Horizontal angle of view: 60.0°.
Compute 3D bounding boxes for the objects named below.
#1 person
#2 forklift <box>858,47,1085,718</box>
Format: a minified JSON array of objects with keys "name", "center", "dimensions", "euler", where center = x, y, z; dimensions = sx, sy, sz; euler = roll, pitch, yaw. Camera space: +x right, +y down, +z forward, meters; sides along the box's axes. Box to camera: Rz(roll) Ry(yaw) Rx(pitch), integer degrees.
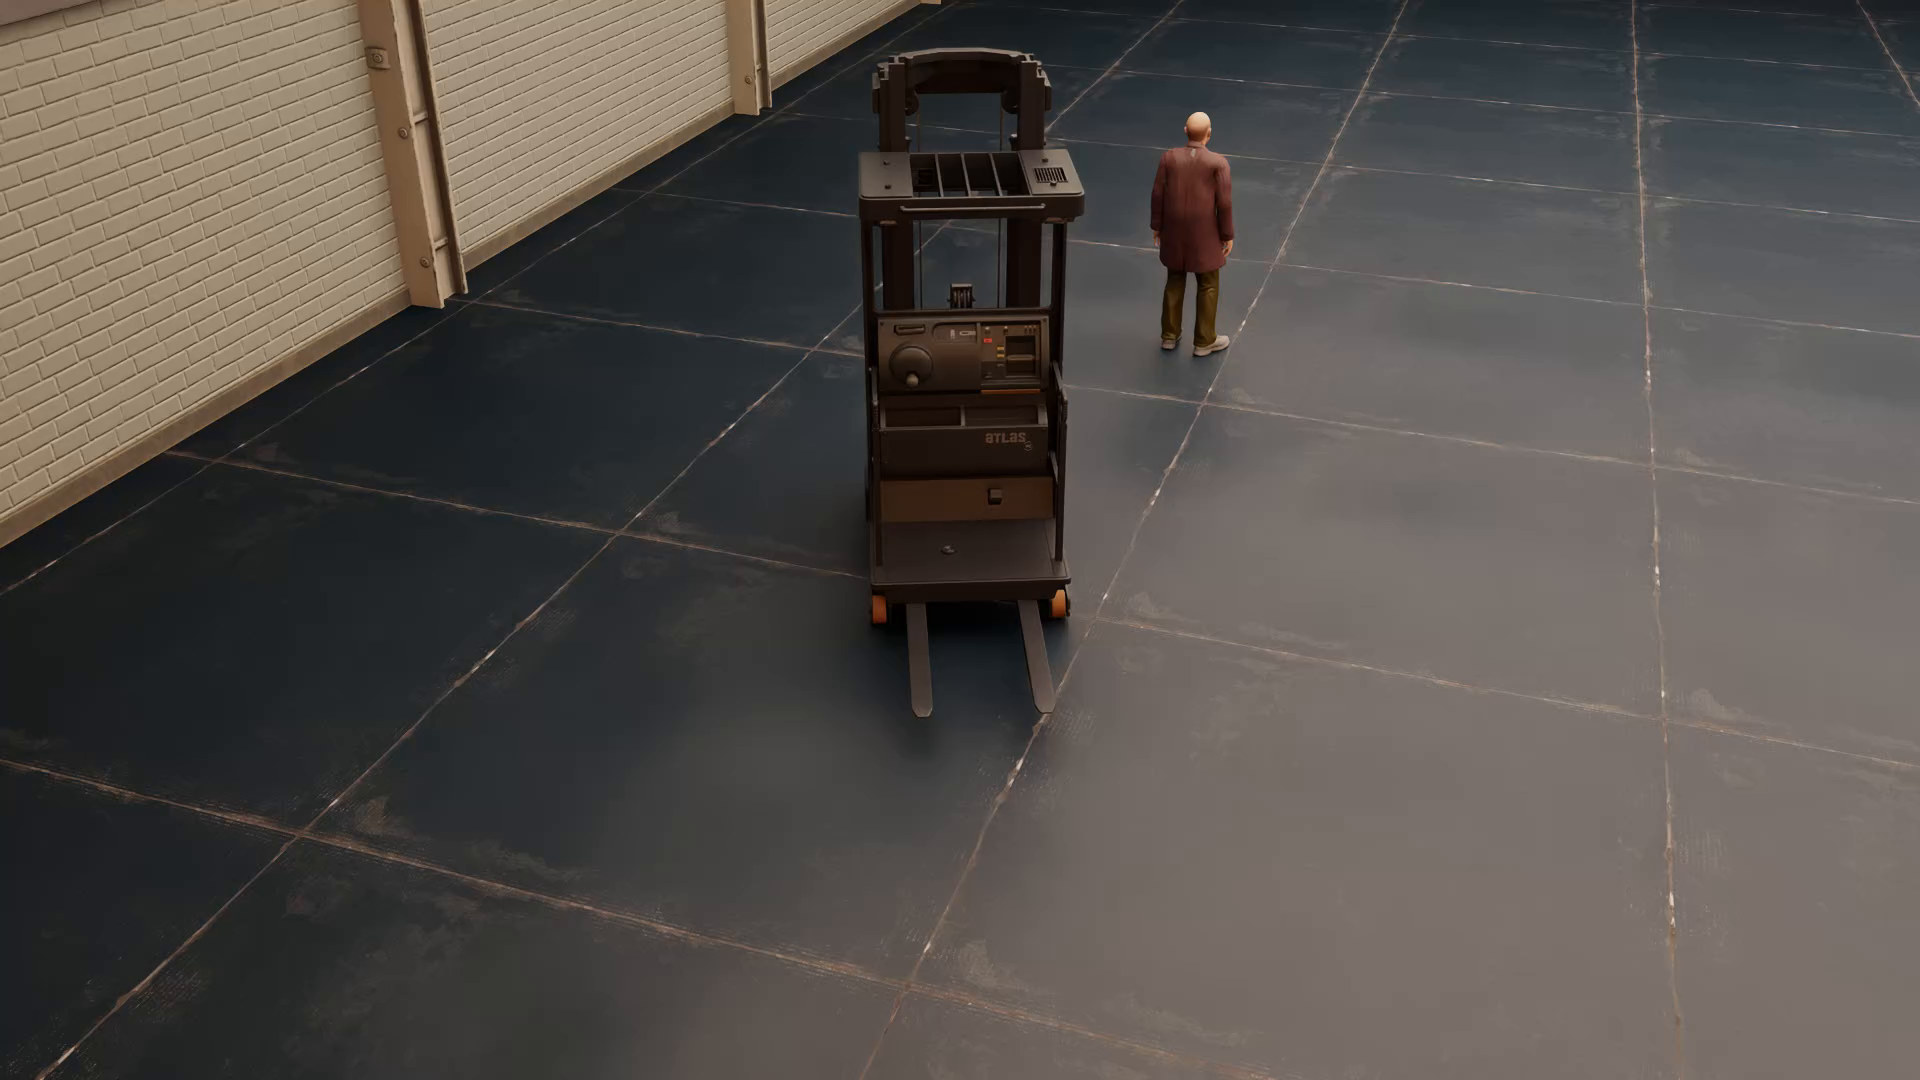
[{"name":"person","center":[1.710,-2.258,12.266],"dimensions":[0.652,1.773,0.433],"euler":[15,33,24]},{"name":"forklift","center":[0.035,-0.972,8.842],"dimensions":[1.130,2.935,3.031],"euler":[-2,30,-3]}]
